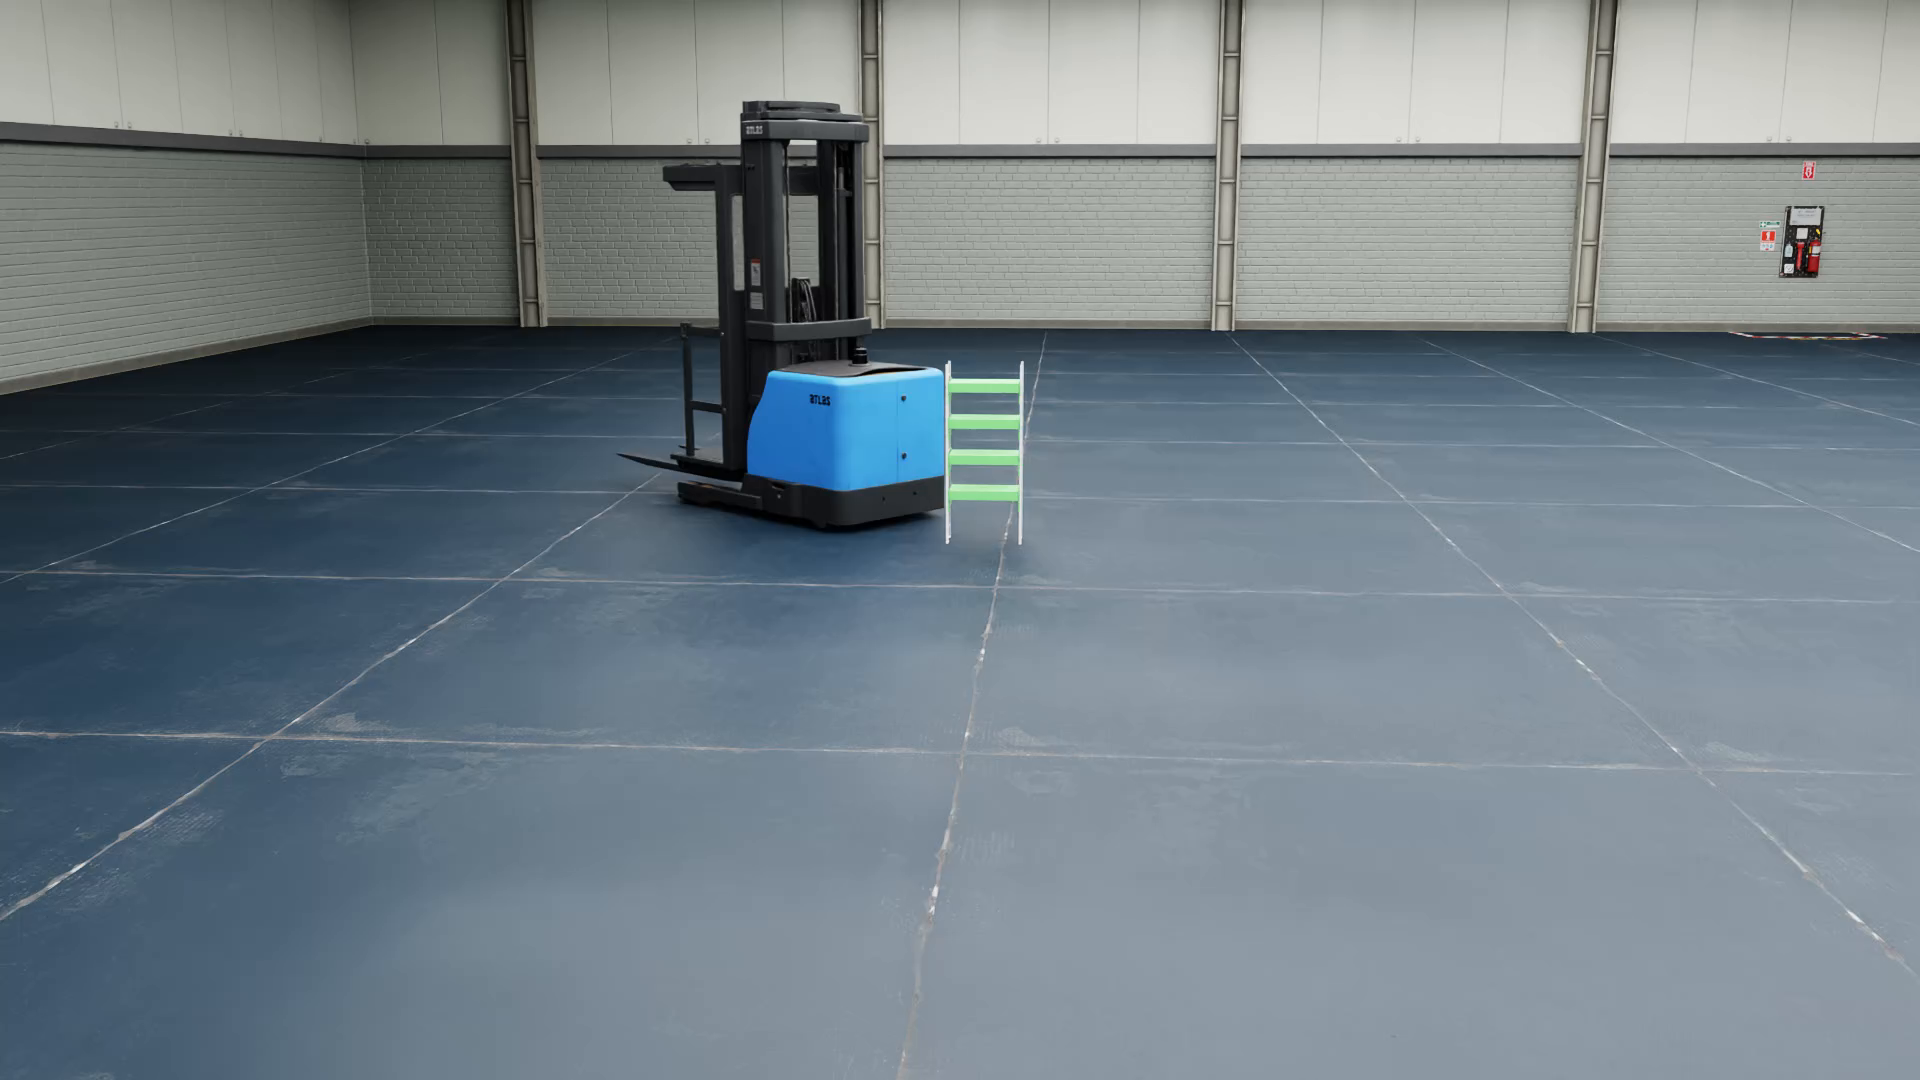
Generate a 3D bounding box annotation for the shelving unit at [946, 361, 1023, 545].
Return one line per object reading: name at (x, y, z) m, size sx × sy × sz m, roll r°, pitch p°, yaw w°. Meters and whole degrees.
shelving unit at (0.165, -0.585, 11.134) m, size 0.503 × 1.200 × 0.258 m, roll 1°, pitch 12°, yaw 4°

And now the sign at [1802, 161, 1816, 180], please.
sign at (13.998, -6.095, 27.420) m, size 0.199 × 0.298 × 0.001 m, roll 1°, pitch 12°, yaw 4°

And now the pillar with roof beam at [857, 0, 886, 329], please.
pillar with roof beam at (-1.785, -7.202, 23.720) m, size 0.400 × 9.000 × 9.100 m, roll 1°, pitch 12°, yaw 4°

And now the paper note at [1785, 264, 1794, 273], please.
paper note at (13.827, -4.526, 27.729) m, size 0.142 × 0.148 × 0.016 m, roll 1°, pitch 12°, yaw 4°

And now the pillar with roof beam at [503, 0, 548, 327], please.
pillar with roof beam at (-7.772, -7.284, 24.112) m, size 0.400 × 9.000 × 9.100 m, roll 1°, pitch 12°, yaw 4°

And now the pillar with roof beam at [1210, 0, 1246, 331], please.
pillar with roof beam at (4.201, -7.120, 23.327) m, size 0.400 × 9.000 × 9.100 m, roll 1°, pitch 12°, yaw 4°

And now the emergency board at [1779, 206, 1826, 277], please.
emergency board at (13.999, -4.940, 27.560) m, size 0.643 × 1.169 × 0.194 m, roll 1°, pitch 12°, yaw 4°

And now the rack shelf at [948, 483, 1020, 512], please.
rack shelf at (0.165, -0.288, 11.197) m, size 0.480 × 0.148 × 0.258 m, roll 1°, pitch 12°, yaw 4°

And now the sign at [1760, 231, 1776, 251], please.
sign at (13.454, -4.986, 27.693) m, size 0.234 × 0.329 × 0.001 m, roll 1°, pitch 12°, yaw 4°

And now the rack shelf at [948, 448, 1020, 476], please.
rack shelf at (0.165, -0.522, 11.147) m, size 0.480 × 0.148 × 0.258 m, roll 1°, pitch 12°, yaw 4°

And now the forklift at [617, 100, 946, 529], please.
forklift at (-1.495, -1.750, 12.476) m, size 1.130 × 2.935 × 3.031 m, roll -11°, pitch 16°, yaw -44°

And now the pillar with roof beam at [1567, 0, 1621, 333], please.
pillar with roof beam at (10.188, -7.038, 22.935) m, size 0.400 × 9.000 × 9.100 m, roll 1°, pitch 12°, yaw 4°

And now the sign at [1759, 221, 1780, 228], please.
sign at (13.458, -5.244, 27.630) m, size 0.331 × 0.109 × 0.001 m, roll 1°, pitch 12°, yaw 4°

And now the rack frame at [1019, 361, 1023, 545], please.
rack frame at (0.409, -0.582, 11.118) m, size 0.015 × 1.200 × 0.240 m, roll 1°, pitch 12°, yaw 4°

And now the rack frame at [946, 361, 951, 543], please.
rack frame at (-0.078, -0.588, 11.150) m, size 0.015 × 1.200 × 0.240 m, roll 1°, pitch 12°, yaw 4°

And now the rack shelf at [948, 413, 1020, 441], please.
rack shelf at (0.165, -0.757, 11.098) m, size 0.480 × 0.148 × 0.258 m, roll 1°, pitch 12°, yaw 4°

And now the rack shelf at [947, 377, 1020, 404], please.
rack shelf at (0.165, -0.992, 11.049) m, size 0.480 × 0.148 × 0.258 m, roll 1°, pitch 12°, yaw 4°
